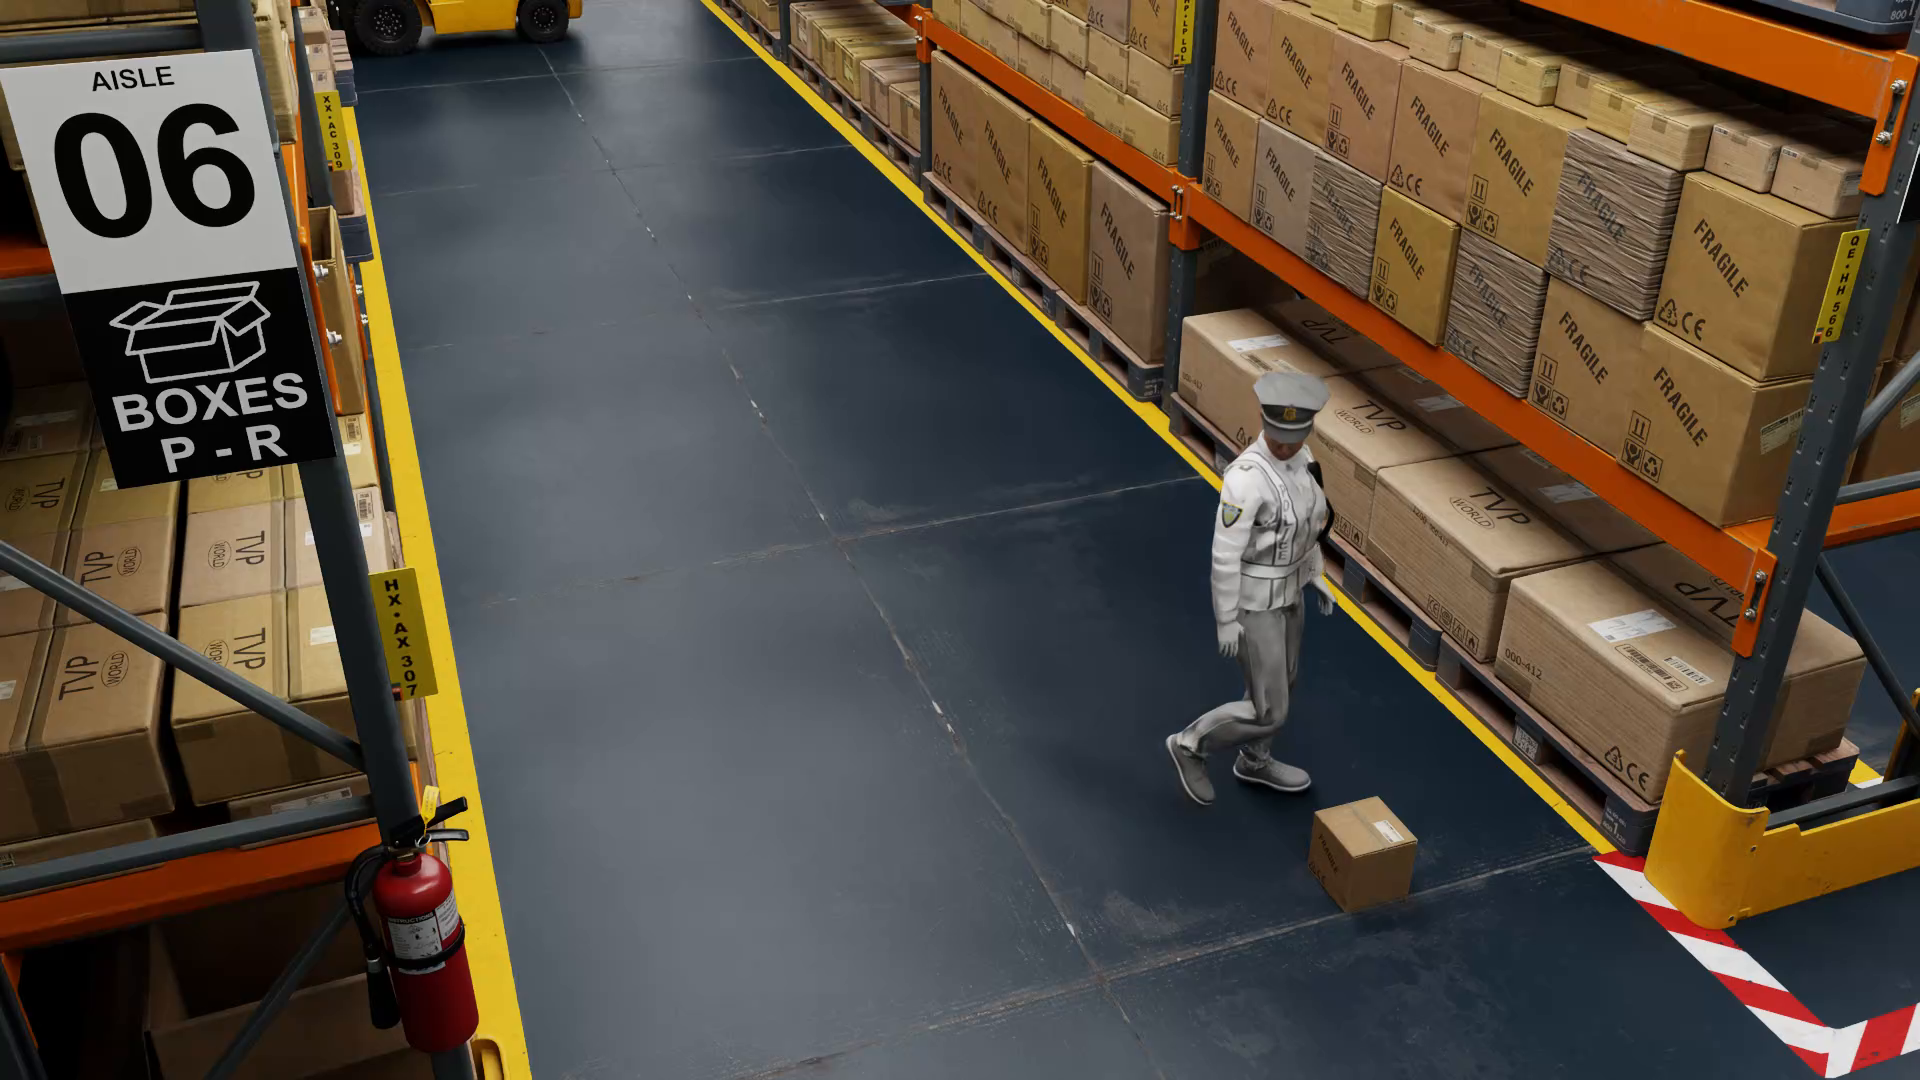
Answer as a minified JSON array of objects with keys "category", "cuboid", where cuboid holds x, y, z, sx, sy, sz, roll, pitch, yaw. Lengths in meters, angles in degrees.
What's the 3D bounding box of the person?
[{"category":"person","cuboid":[1.069,0.210,5.727,0.412,1.670,0.542,18,35,29]}]
